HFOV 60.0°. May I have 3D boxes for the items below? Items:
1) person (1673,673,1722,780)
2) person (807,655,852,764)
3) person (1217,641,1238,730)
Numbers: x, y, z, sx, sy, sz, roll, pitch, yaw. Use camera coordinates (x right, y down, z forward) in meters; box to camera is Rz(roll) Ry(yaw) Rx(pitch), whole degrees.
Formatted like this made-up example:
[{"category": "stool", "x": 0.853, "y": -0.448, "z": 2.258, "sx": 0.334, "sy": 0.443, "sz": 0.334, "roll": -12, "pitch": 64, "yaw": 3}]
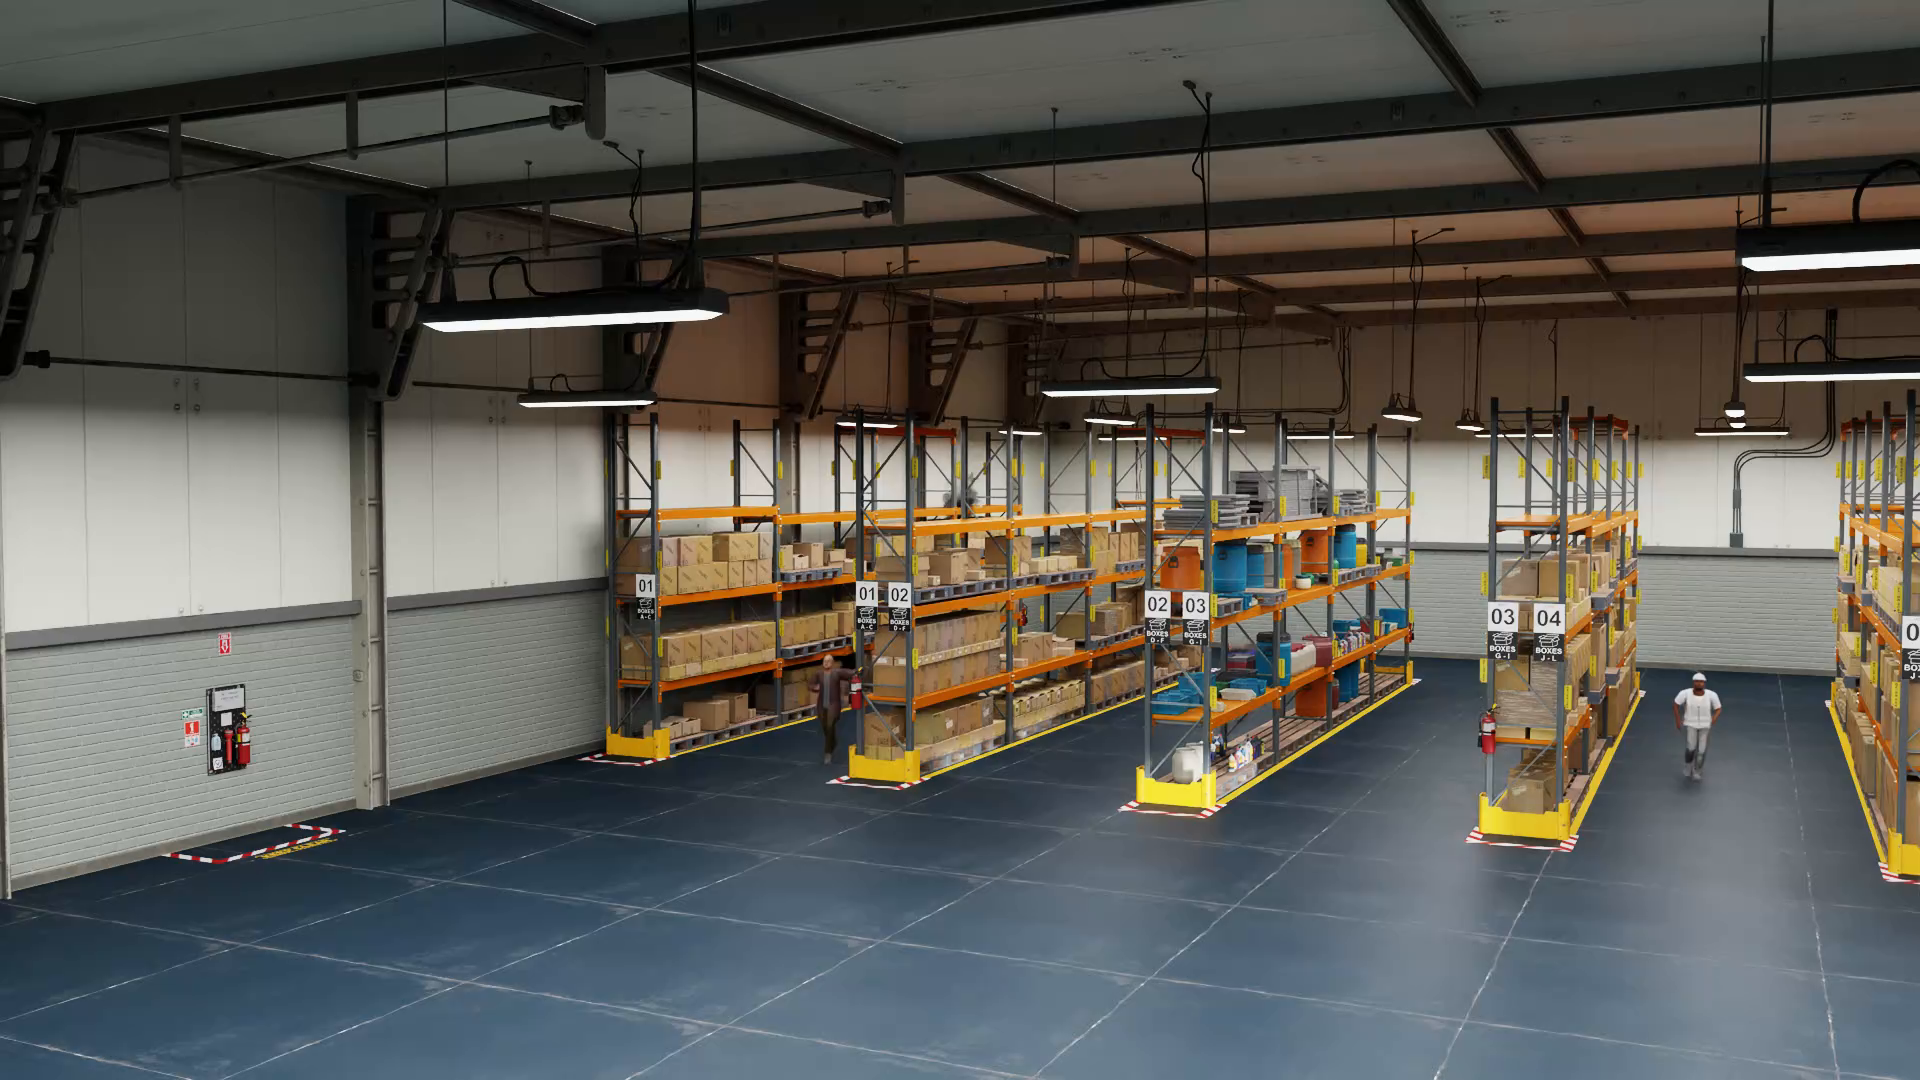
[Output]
[{"category": "person", "x": 11.879, "y": 3.004, "z": 26.743, "sx": 0.705, "sy": 1.729, "sz": 0.582, "roll": 1, "pitch": 2, "yaw": 16}, {"category": "person", "x": -2.259, "y": 2.894, "z": 28.715, "sx": 0.705, "sy": 1.846, "sz": 0.898, "roll": 1, "pitch": 3, "yaw": 17}, {"category": "person", "x": 5.245, "y": 2.805, "z": 32.403, "sx": 0.575, "sy": 1.686, "sz": 0.877, "roll": 1, "pitch": 3, "yaw": 25}]
